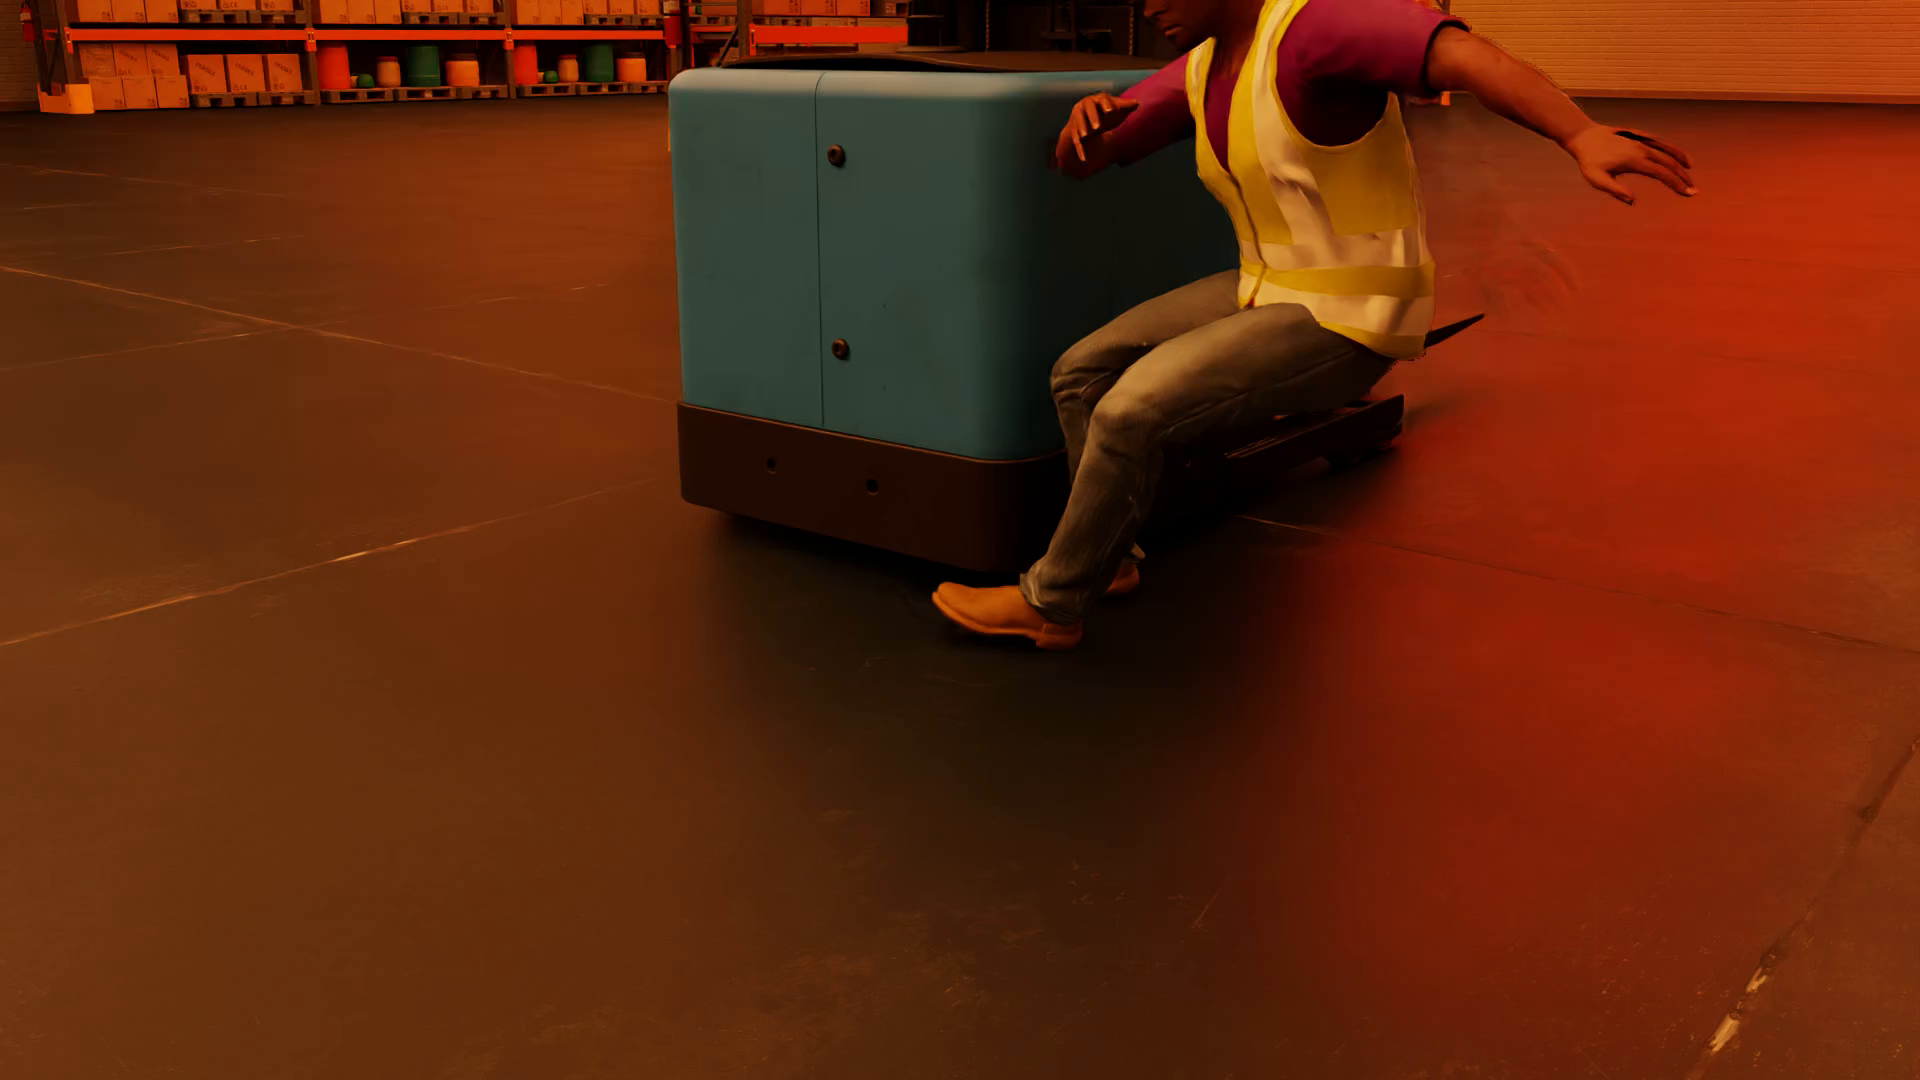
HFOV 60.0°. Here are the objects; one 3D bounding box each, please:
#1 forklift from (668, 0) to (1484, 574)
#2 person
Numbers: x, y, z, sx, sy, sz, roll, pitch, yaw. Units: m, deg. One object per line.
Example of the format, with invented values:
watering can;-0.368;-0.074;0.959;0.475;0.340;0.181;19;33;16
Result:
forklift;0.625;-1.691;4.465;1.130;2.935;3.031;13;21;36
person;0.482;-0.415;2.926;0.943;1.458;1.230;-4;17;-14
